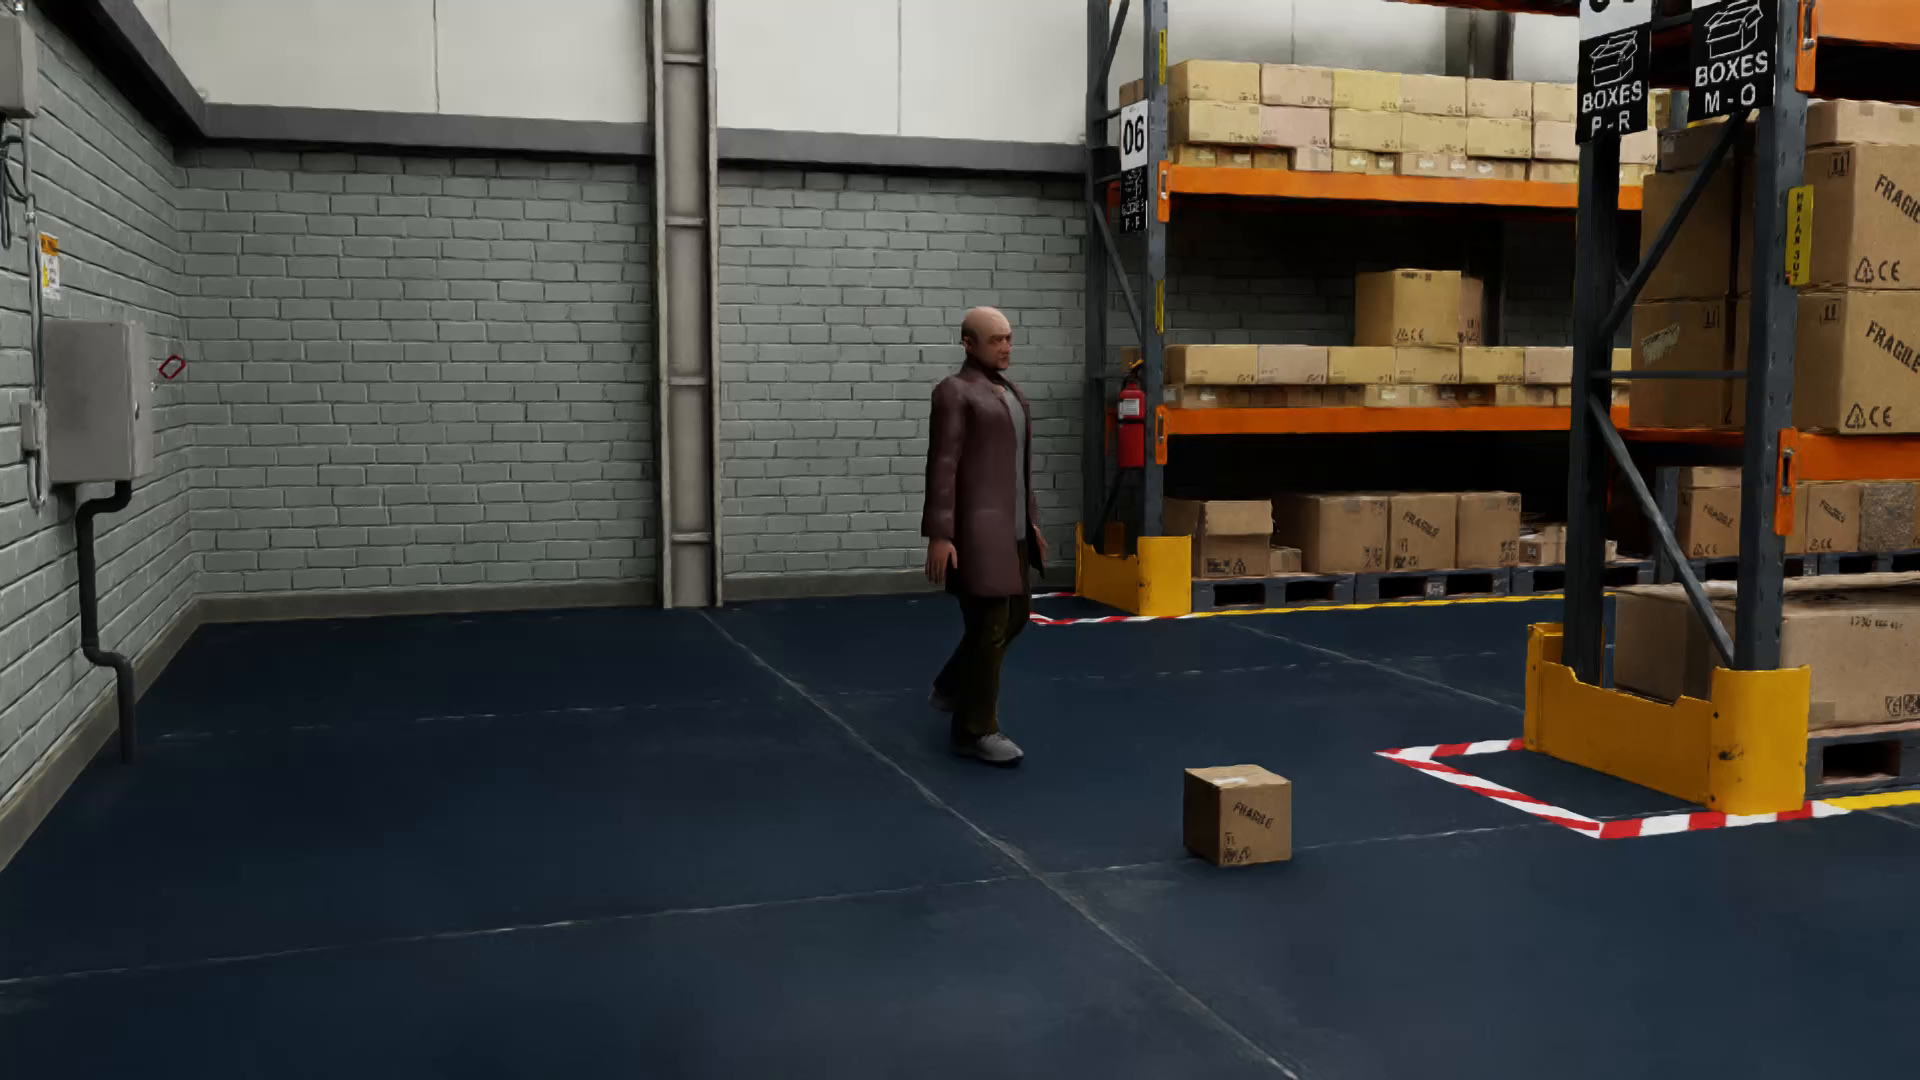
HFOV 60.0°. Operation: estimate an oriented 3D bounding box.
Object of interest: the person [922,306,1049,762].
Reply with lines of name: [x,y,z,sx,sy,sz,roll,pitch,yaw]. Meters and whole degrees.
person: [0.073,-0.038,6.656,0.579,1.768,0.823,3,6,25]
